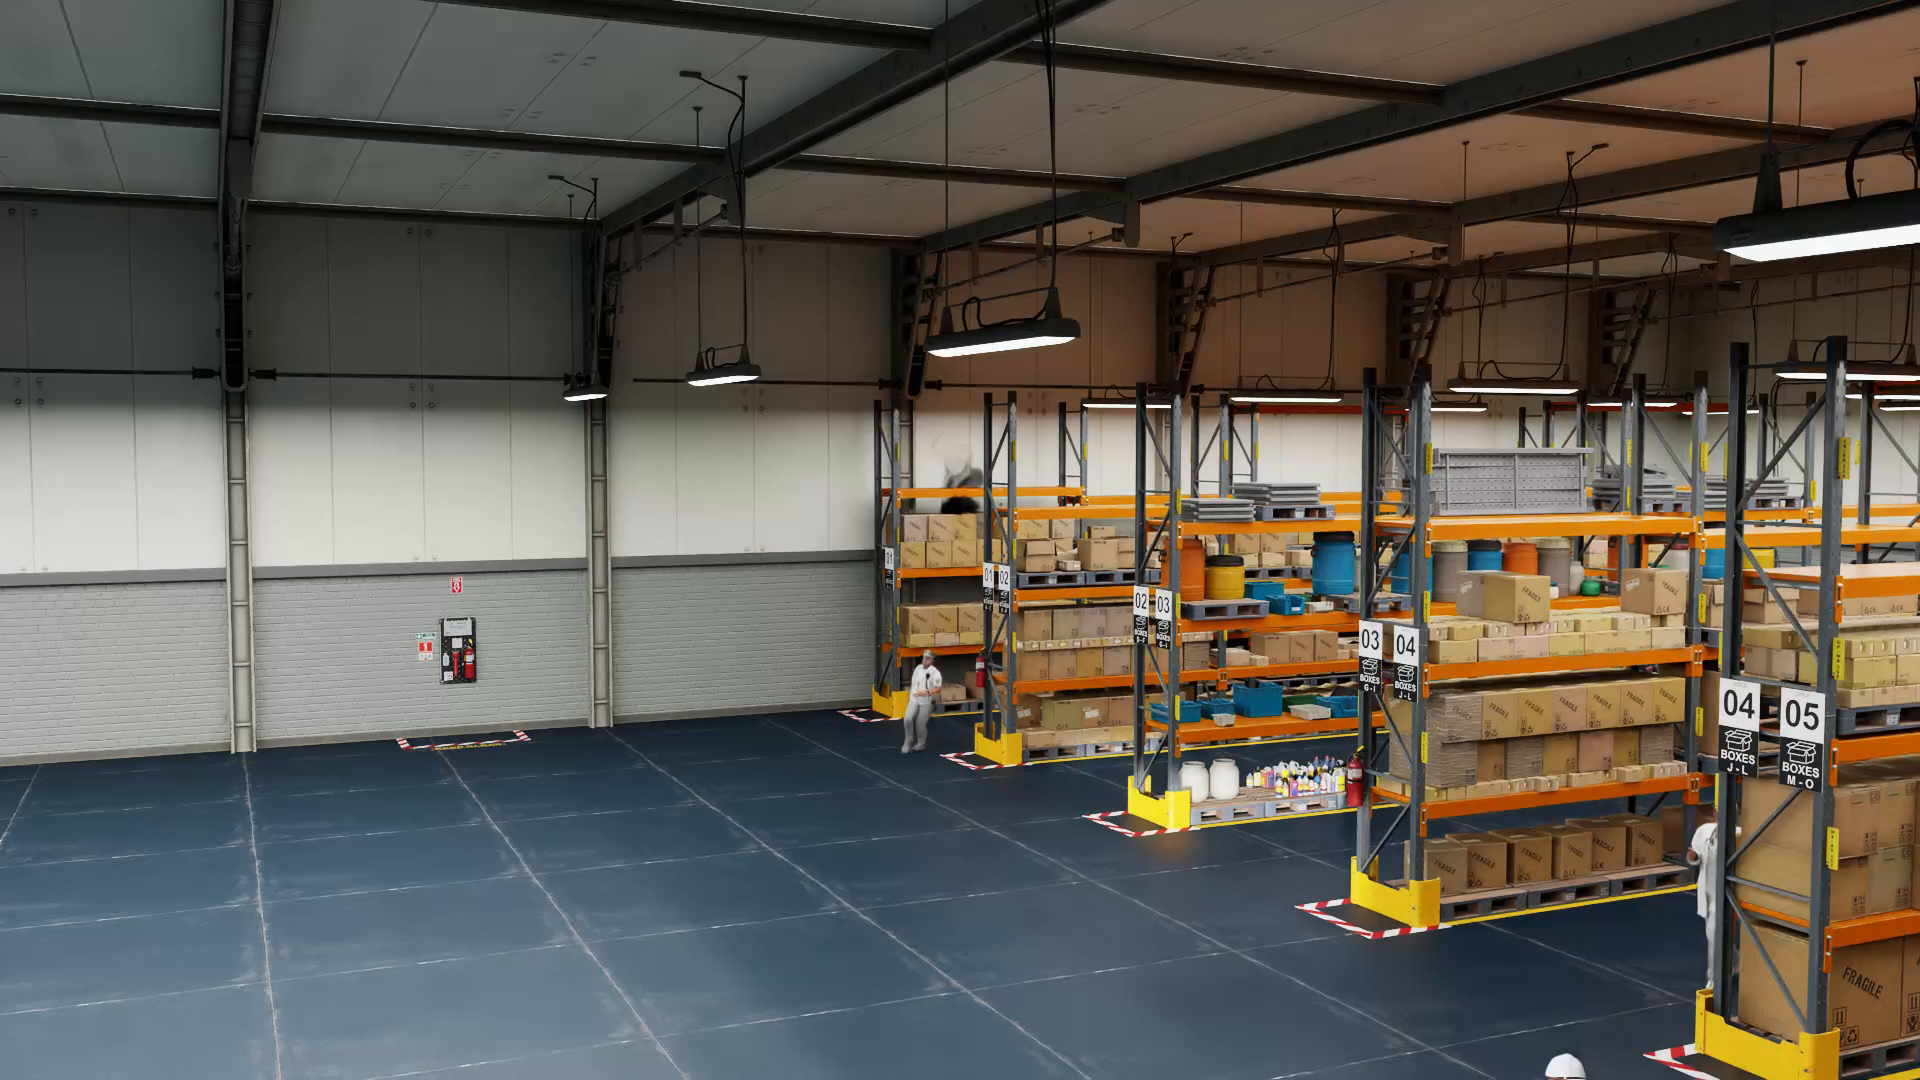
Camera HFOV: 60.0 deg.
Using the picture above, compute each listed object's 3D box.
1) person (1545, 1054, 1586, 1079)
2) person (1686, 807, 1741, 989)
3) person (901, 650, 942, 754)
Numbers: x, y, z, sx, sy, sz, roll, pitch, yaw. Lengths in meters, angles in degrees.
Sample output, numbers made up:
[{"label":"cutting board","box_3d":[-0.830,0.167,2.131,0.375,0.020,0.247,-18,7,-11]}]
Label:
[{"label":"person","box_3d":[3.312,3.707,9.142,0.683,1.771,0.997,1,4,23]},{"label":"person","box_3d":[7.179,3.366,15.697,0.794,1.844,0.685,-2,4,-28]},{"label":"person","box_3d":[-0.624,2.680,27.591,0.663,1.735,0.656,1,4,24]}]
